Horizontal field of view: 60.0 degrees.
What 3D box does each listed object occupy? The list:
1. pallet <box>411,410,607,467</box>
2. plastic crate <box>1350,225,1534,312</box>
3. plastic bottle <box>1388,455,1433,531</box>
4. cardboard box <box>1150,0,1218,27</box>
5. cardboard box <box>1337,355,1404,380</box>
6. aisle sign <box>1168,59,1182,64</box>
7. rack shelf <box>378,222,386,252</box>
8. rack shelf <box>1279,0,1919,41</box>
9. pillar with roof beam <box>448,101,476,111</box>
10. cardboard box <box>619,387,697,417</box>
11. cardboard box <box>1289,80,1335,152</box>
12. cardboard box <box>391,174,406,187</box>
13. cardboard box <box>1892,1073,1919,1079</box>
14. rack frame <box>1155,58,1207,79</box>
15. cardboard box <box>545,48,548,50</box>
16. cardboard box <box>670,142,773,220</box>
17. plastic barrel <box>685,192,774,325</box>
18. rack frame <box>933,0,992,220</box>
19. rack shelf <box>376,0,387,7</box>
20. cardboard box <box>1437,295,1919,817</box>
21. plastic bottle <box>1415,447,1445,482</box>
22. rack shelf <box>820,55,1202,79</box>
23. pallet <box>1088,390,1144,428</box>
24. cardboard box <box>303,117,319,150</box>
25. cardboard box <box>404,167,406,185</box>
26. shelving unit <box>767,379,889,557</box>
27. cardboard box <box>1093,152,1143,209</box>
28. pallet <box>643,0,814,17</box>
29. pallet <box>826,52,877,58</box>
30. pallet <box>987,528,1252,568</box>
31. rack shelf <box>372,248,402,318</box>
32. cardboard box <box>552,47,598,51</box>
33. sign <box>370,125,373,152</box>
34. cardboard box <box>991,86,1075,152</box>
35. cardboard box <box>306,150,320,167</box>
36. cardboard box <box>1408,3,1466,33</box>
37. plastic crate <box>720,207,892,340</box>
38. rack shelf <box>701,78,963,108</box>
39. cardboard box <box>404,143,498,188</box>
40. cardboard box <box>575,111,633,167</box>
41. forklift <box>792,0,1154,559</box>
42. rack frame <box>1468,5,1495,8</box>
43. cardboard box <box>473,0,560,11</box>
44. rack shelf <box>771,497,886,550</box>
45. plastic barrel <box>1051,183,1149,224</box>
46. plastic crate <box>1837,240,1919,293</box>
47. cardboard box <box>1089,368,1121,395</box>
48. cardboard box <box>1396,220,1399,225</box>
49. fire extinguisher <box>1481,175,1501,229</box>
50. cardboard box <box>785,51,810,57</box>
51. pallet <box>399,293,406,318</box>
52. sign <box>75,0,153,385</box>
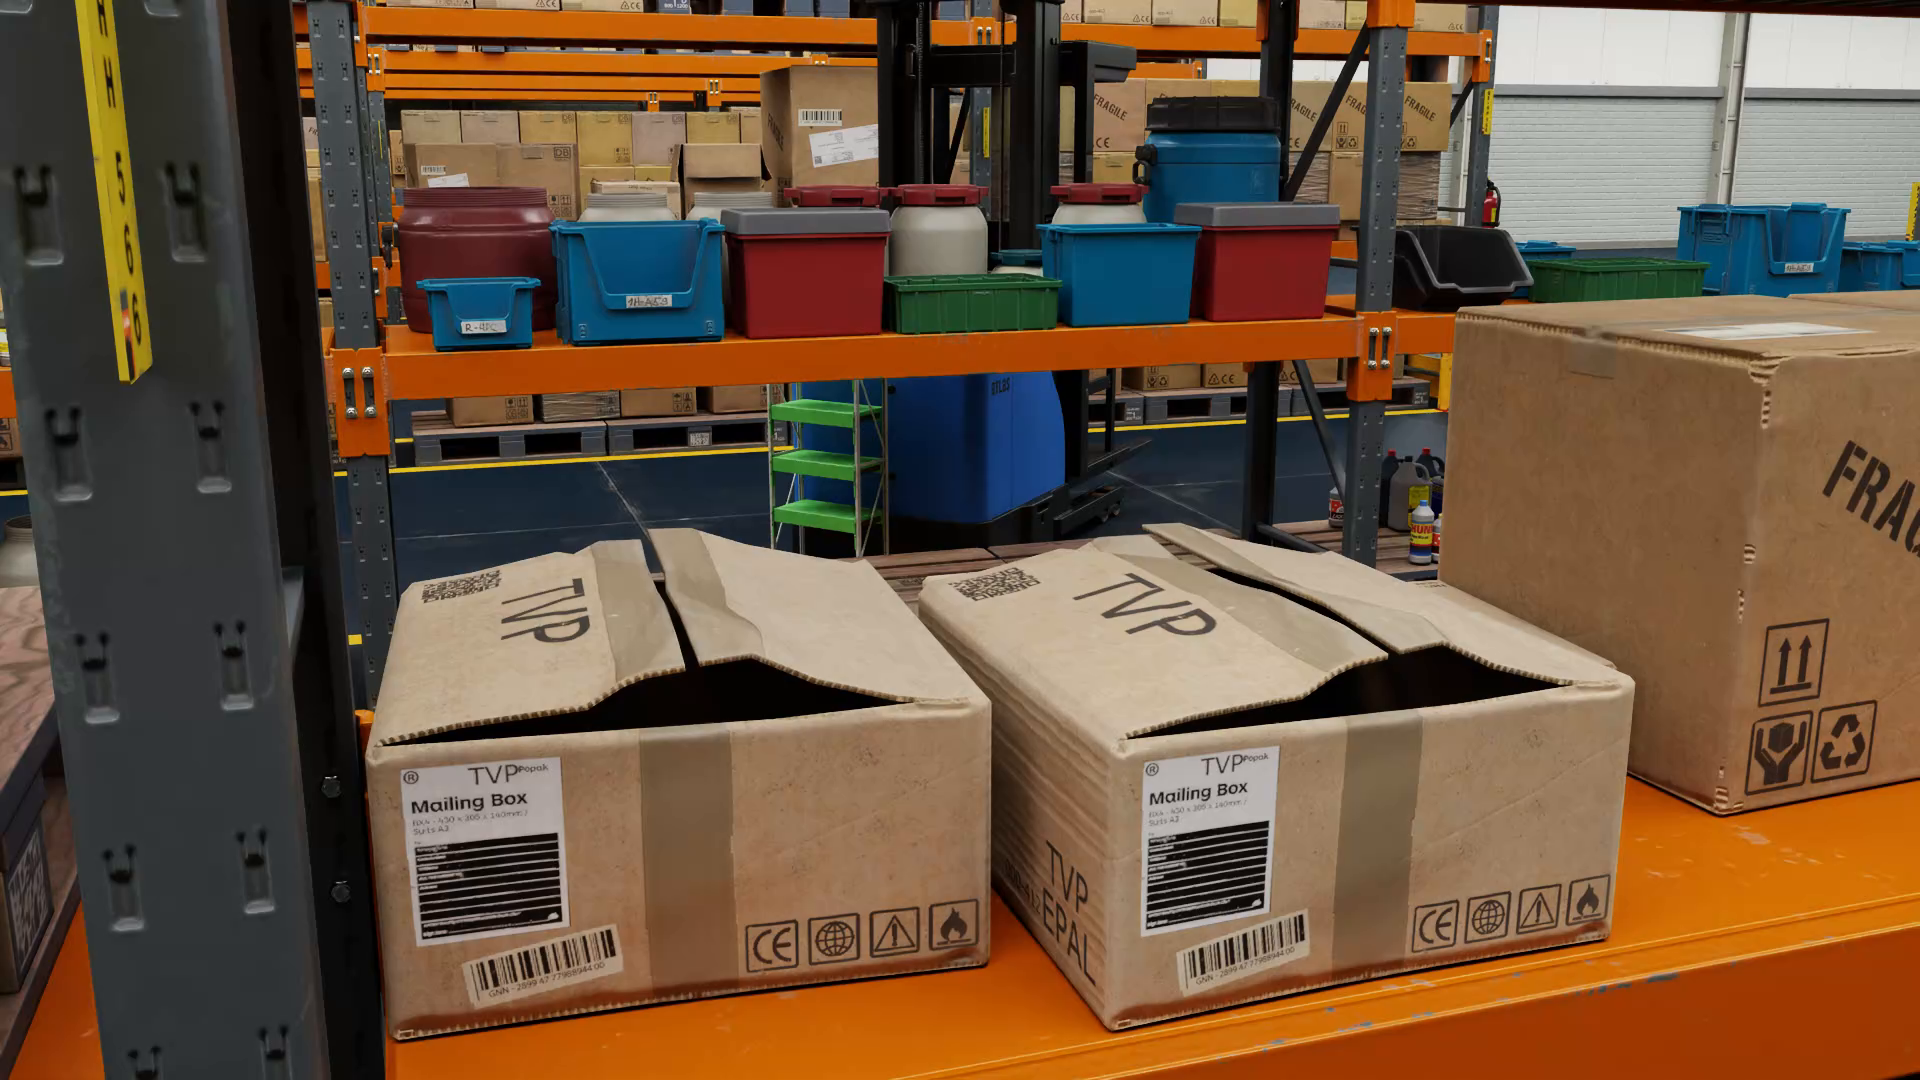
[{"bbox_3d":[-3.051,-0.718,11.204,1.213,0.211,1.003,-4,14,-18],"label":"pallet"},{"bbox_3d":[2.115,-1.206,7.366,0.504,0.338,0.767,-4,14,-18],"label":"plastic crate"},{"bbox_3d":[2.143,-0.230,7.902,0.185,0.351,0.144,-4,14,-18],"label":"plastic bottle"},{"bbox_3d":[1.481,-3.750,11.768,0.500,0.250,0.500,-5,14,-20],"label":"cardboard box"},{"bbox_3d":[3.192,-1.553,13.184,0.500,0.500,0.500,-2,14,-8],"label":"cardboard box"},{"bbox_3d":[2.275,-5.038,17.724,0.004,0.787,0.394,-4,14,-18],"label":"aisle sign"},{"bbox_3d":[-7.174,-2.615,14.707,4.000,0.370,1.077,-4,14,-18],"label":"rack shelf"},{"bbox_3d":[3.474,-2.483,7.671,4.000,0.370,1.077,-4,14,-18],"label":"rack shelf"},{"bbox_3d":[-6.219,-7.547,20.925,0.400,9.000,9.100,-4,14,-18],"label":"pillar with roof beam"},{"bbox_3d":[-2.107,-1.156,11.471,0.500,0.500,0.700,-3,14,-13],"label":"cardboard box"},{"bbox_3d":[2.400,-3.118,12.249,0.500,0.500,0.500,-4,14,-18],"label":"cardboard box"},{"bbox_3d":[-6.586,-4.256,19.687,0.250,0.149,0.380,-5,14,-21],"label":"cardboard box"},{"bbox_3d":[1.227,0.811,2.574,0.500,0.311,0.500,-4,14,-17],"label":"cardboard box"},{"bbox_3d":[2.304,-3.703,17.727,0.127,3.000,1.000,-4,14,-18],"label":"rack frame"},{"bbox_3d":[-6.085,-7.079,24.510,0.500,0.311,0.500,-5,14,-20],"label":"cardboard box"},{"bbox_3d":[-1.615,-2.418,11.197,0.637,0.503,0.797,-3,14,-12],"label":"cardboard box"},{"bbox_3d":[-0.907,-1.139,6.707,0.421,0.512,0.421,0,13,0],"label":"plastic barrel"},{"bbox_3d":[-0.001,-2.312,11.881,0.127,3.000,1.000,-4,14,-18],"label":"rack frame"},{"bbox_3d":[-6.644,-7.800,24.409,4.000,0.370,1.077,-4,14,-18],"label":"rack shelf"},{"bbox_3d":[0.949,-0.020,2.029,0.500,0.500,0.500,-5,14,-21],"label":"cardboard box"},{"bbox_3d":[2.279,-0.276,8.095,0.185,0.351,0.144,-5,14,-21],"label":"plastic bottle"},{"bbox_3d":[0.408,-4.664,16.842,4.000,0.370,1.077,-4,14,-18],"label":"rack shelf"},{"bbox_3d":[0.624,-1.013,12.445,1.213,0.211,1.003,-4,14,-18],"label":"pallet"},{"bbox_3d":[-7.360,-4.630,19.248,0.500,0.500,0.500,-5,14,-20],"label":"cardboard box"},{"bbox_3d":[-4.937,-3.253,15.620,0.500,0.500,0.500,-4,14,-18],"label":"cardboard box"},{"bbox_3d":[-0.605,-0.376,7.632,0.503,1.200,0.258,8,16,31],"label":"shelving unit"},{"bbox_3d":[0.930,-2.554,12.040,0.500,0.500,0.875,-4,14,-18],"label":"cardboard box"},{"bbox_3d":[-1.603,-3.581,11.137,1.003,0.211,1.213,-4,14,-18],"label":"pallet"},{"bbox_3d":[-0.709,-4.882,16.393,1.213,0.211,1.003,-4,14,-18],"label":"pallet"},{"bbox_3d":[0.846,0.197,7.357,1.213,0.211,1.003,-4,14,-18],"label":"pallet"},{"bbox_3d":[-1.897,-1.814,11.344,4.000,0.370,1.077,-4,14,-18],"label":"rack shelf"},{"bbox_3d":[-4.634,-5.928,20.016,0.500,0.250,0.500,-4,14,-17],"label":"cardboard box"},{"bbox_3d":[-6.773,-4.632,19.133,0.005,0.325,0.100,-4,14,-18],"label":"sign"},{"bbox_3d":[0.506,-2.969,11.624,0.500,0.500,0.500,-4,14,-18],"label":"cardboard box"},{"bbox_3d":[-5.597,-3.347,14.581,0.250,0.149,0.380,-5,14,-20],"label":"cardboard box"},{"bbox_3d":[3.414,-3.902,12.408,0.500,0.250,0.500,-4,14,-17],"label":"cardboard box"},{"bbox_3d":[-0.584,-1.014,6.285,0.583,0.464,0.402,-4,14,-18],"label":"plastic crate"},{"bbox_3d":[-1.267,-5.742,21.375,4.000,0.370,1.077,-4,14,-18],"label":"rack shelf"},{"bbox_3d":[-3.294,-2.318,10.784,0.500,0.500,0.500,-6,15,-25],"label":"cardboard box"},{"bbox_3d":[-3.401,-3.792,15.725,0.500,0.500,0.700,-5,14,-19],"label":"cardboard box"},{"bbox_3d":[0.263,-1.557,8.856,1.130,2.935,3.031,6,15,24],"label":"forklift"},{"bbox_3d":[3.790,-5.526,12.428,0.127,3.000,1.000,-4,14,-18],"label":"rack frame"},{"bbox_3d":[-2.779,-3.420,10.380,0.500,0.250,0.500,-4,14,-17],"label":"cardboard box"},{"bbox_3d":[-0.605,-0.081,7.702,0.480,0.148,0.258,8,16,31],"label":"rack shelf"},{"bbox_3d":[0.602,-1.269,7.204,0.433,0.535,0.433,0,13,0],"label":"plastic barrel"},{"bbox_3d":[4.373,-1.299,7.945,0.408,0.251,0.499,-4,14,-18],"label":"plastic crate"},{"bbox_3d":[0.931,-1.365,12.393,0.500,0.500,0.500,0,13,0],"label":"cardboard box"},{"bbox_3d":[3.128,-2.371,12.670,0.250,0.149,0.380,-4,14,-18],"label":"cardboard box"},{"bbox_3d":[4.045,-2.477,12.742,0.183,0.674,0.296,-4,14,-18],"label":"fire extinguisher"},{"bbox_3d":[-2.172,-6.029,20.707,0.500,0.250,0.500,-5,14,-19],"label":"cardboard box"},{"bbox_3d":[-6.212,-2.891,20.341,1.213,0.211,1.003,-4,14,-18],"label":"pallet"},{"bbox_3d":[-0.455,-0.250,0.882,0.005,0.325,0.100,-4,14,-18],"label":"sign"}]
